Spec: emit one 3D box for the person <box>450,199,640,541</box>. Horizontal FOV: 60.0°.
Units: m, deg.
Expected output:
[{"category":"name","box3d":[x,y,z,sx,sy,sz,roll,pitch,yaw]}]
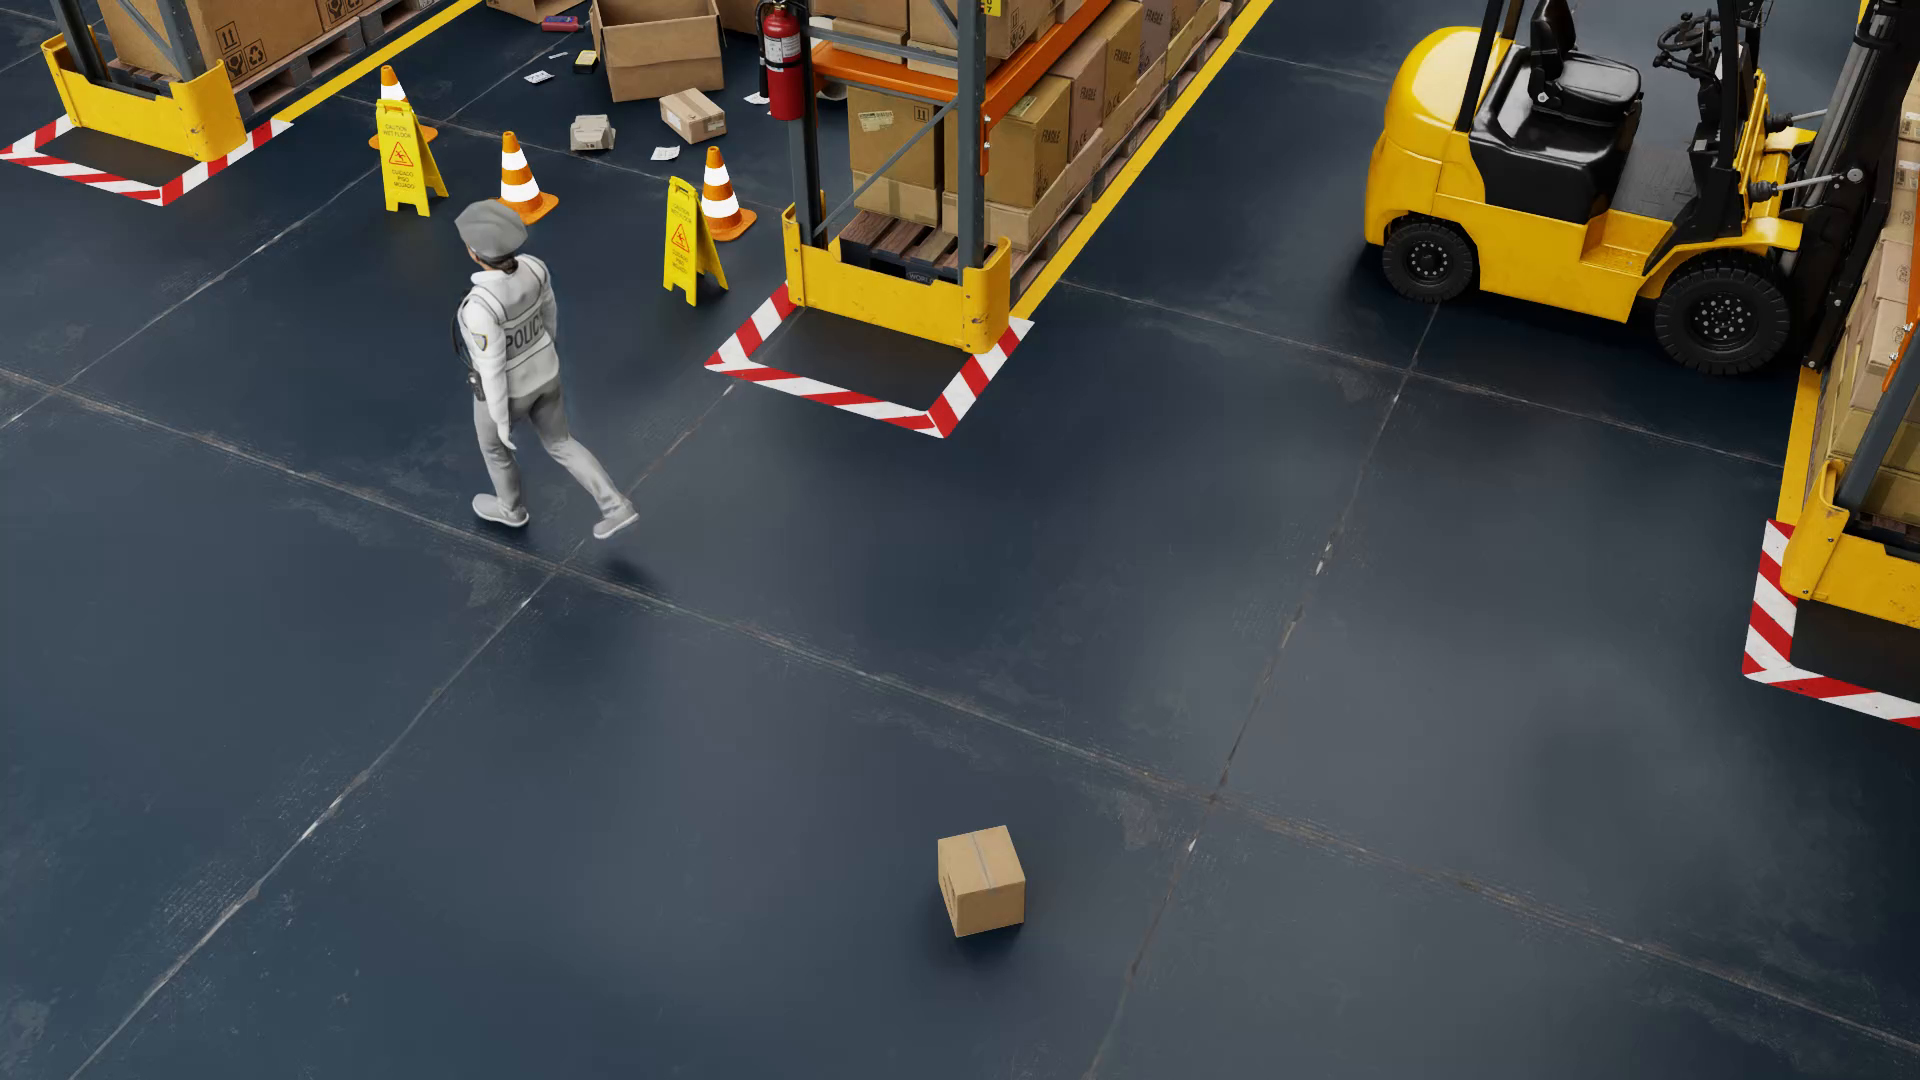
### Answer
[{"category":"person","box3d":[-1.780,-0.658,6.848,0.873,1.654,0.502,24,47,24]}]
